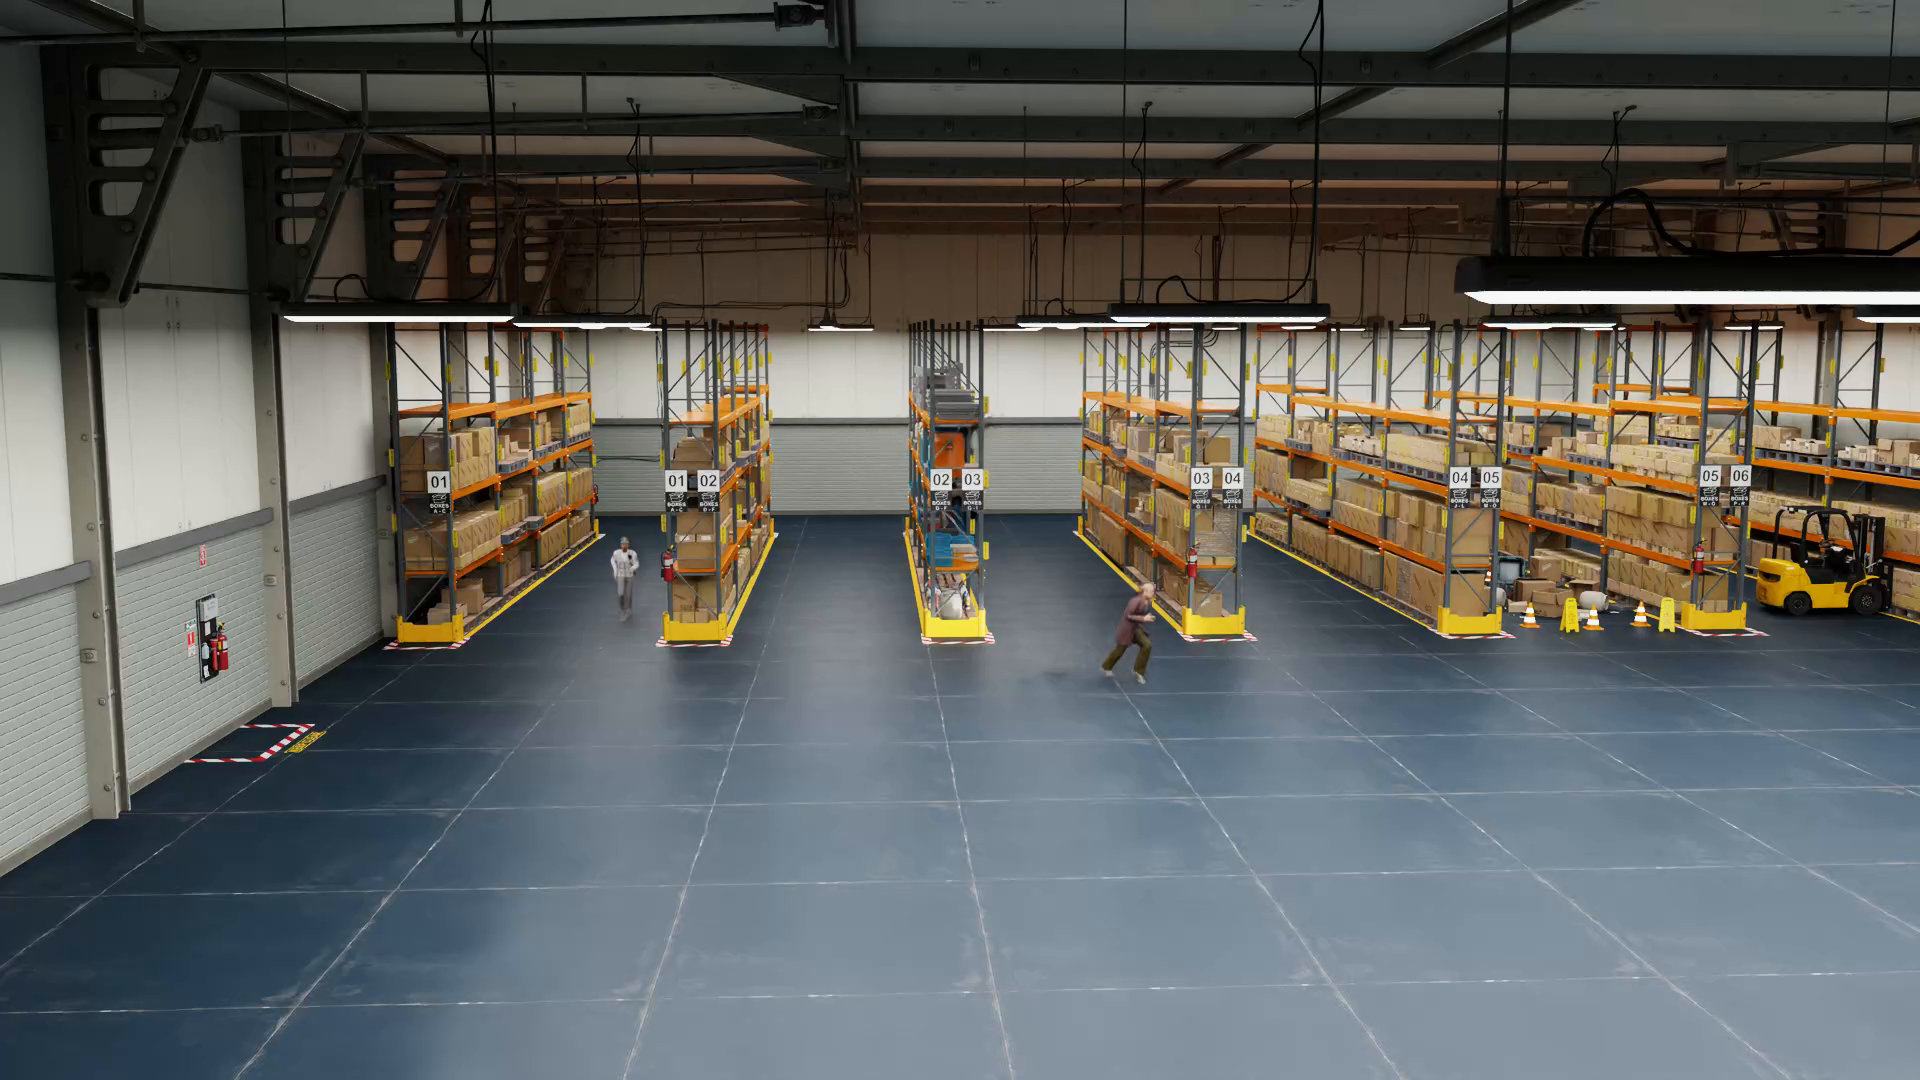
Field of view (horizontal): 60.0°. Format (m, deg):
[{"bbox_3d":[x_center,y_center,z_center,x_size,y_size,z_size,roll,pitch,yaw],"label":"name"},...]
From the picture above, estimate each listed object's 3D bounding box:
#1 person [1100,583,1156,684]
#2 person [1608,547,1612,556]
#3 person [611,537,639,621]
[{"bbox_3d":[2.796,1.538,27.474,1.072,1.730,0.752,5,9,36],"label":"person"},{"bbox_3d":[16.691,-0.374,42.316,0.640,1.835,0.908,-2,7,-13],"label":"person"},{"bbox_3d":[-6.736,0.783,33.496,0.546,1.734,0.833,-2,7,-13],"label":"person"}]
